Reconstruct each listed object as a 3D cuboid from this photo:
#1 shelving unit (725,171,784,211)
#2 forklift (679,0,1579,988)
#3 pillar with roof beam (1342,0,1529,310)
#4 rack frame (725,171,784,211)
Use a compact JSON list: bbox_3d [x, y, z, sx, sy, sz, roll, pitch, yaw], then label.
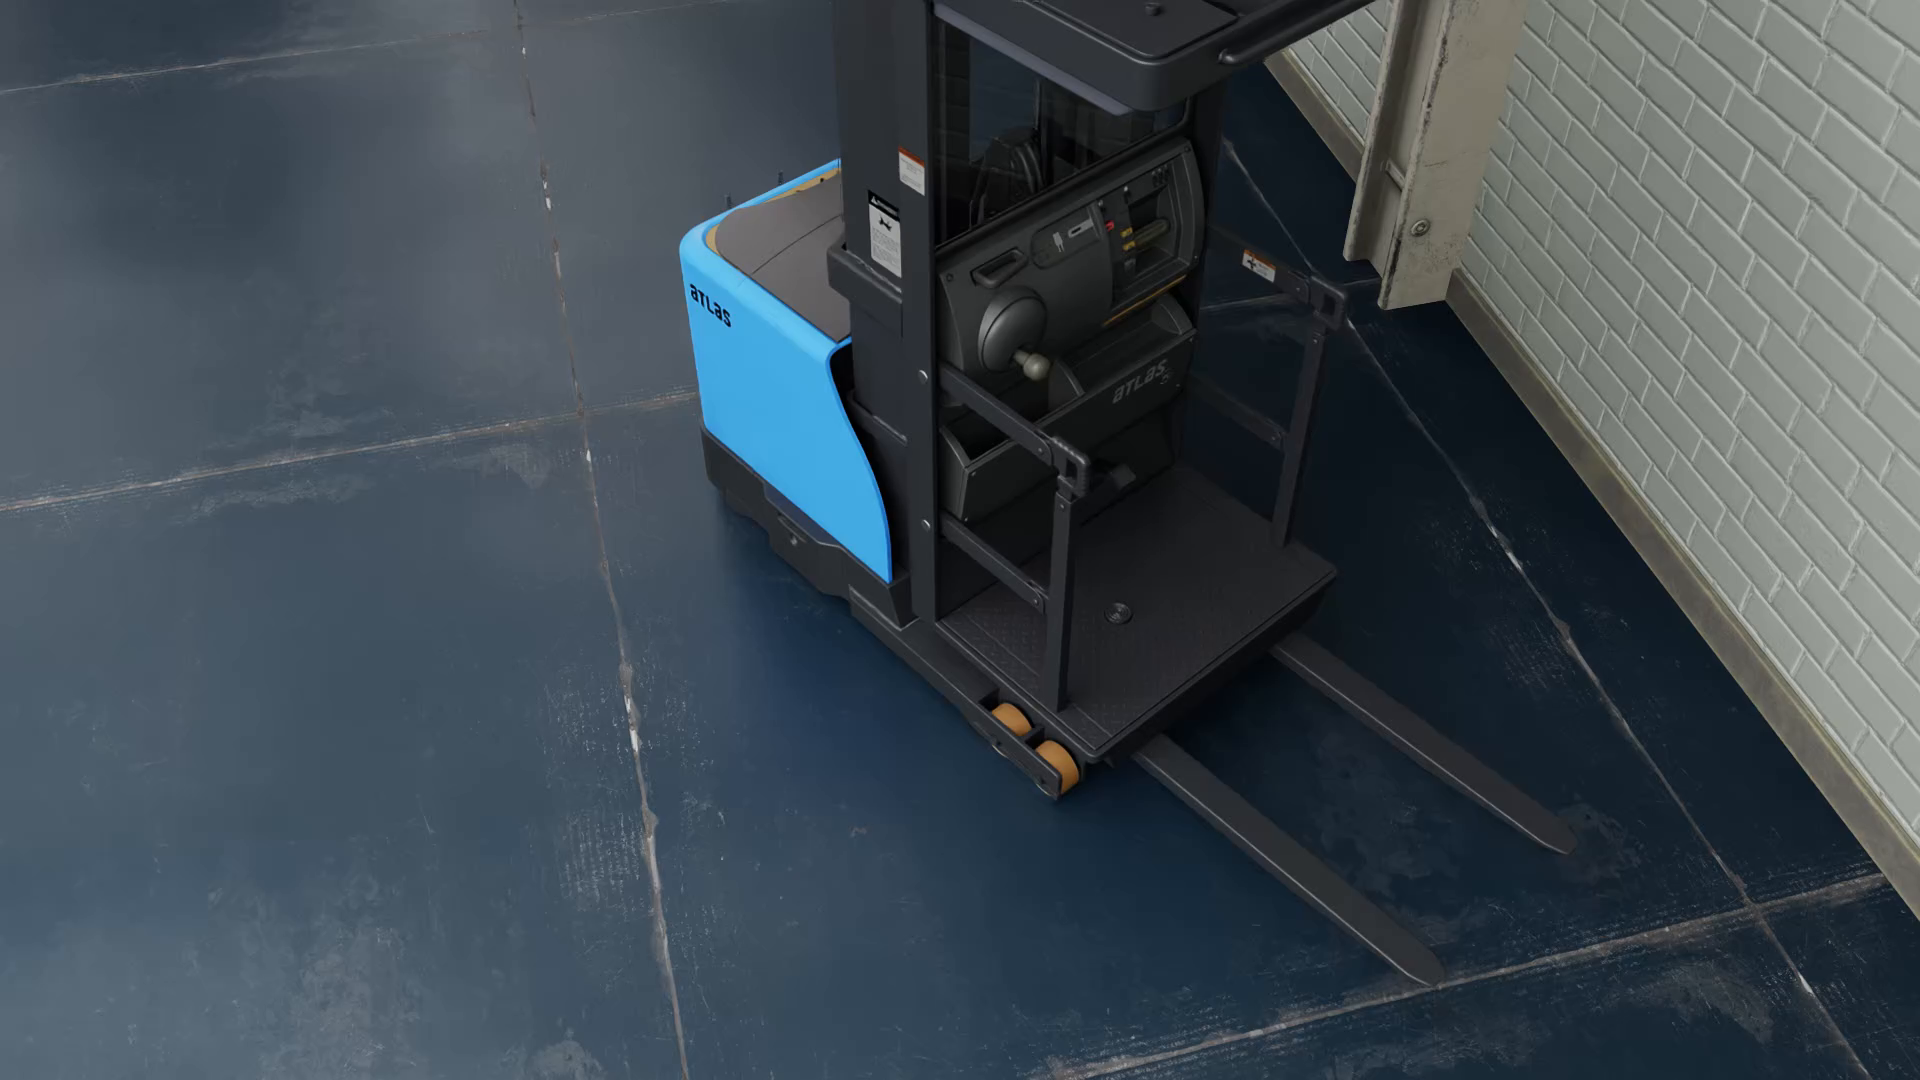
[{"bbox_3d":[-0.626,-0.842,5.941,0.258,0.900,0.210,-32,52,-27],"label":"shelving unit"},{"bbox_3d":[0.461,-0.675,4.359,1.130,2.935,3.031,-33,54,-28],"label":"forklift"},{"bbox_3d":[-2.373,-3.446,2.827,9.100,9.000,0.400,-11,47,-10],"label":"pillar with roof beam"},{"bbox_3d":[-0.693,-0.895,5.997,0.240,0.900,0.006,-32,52,-27],"label":"rack frame"}]
